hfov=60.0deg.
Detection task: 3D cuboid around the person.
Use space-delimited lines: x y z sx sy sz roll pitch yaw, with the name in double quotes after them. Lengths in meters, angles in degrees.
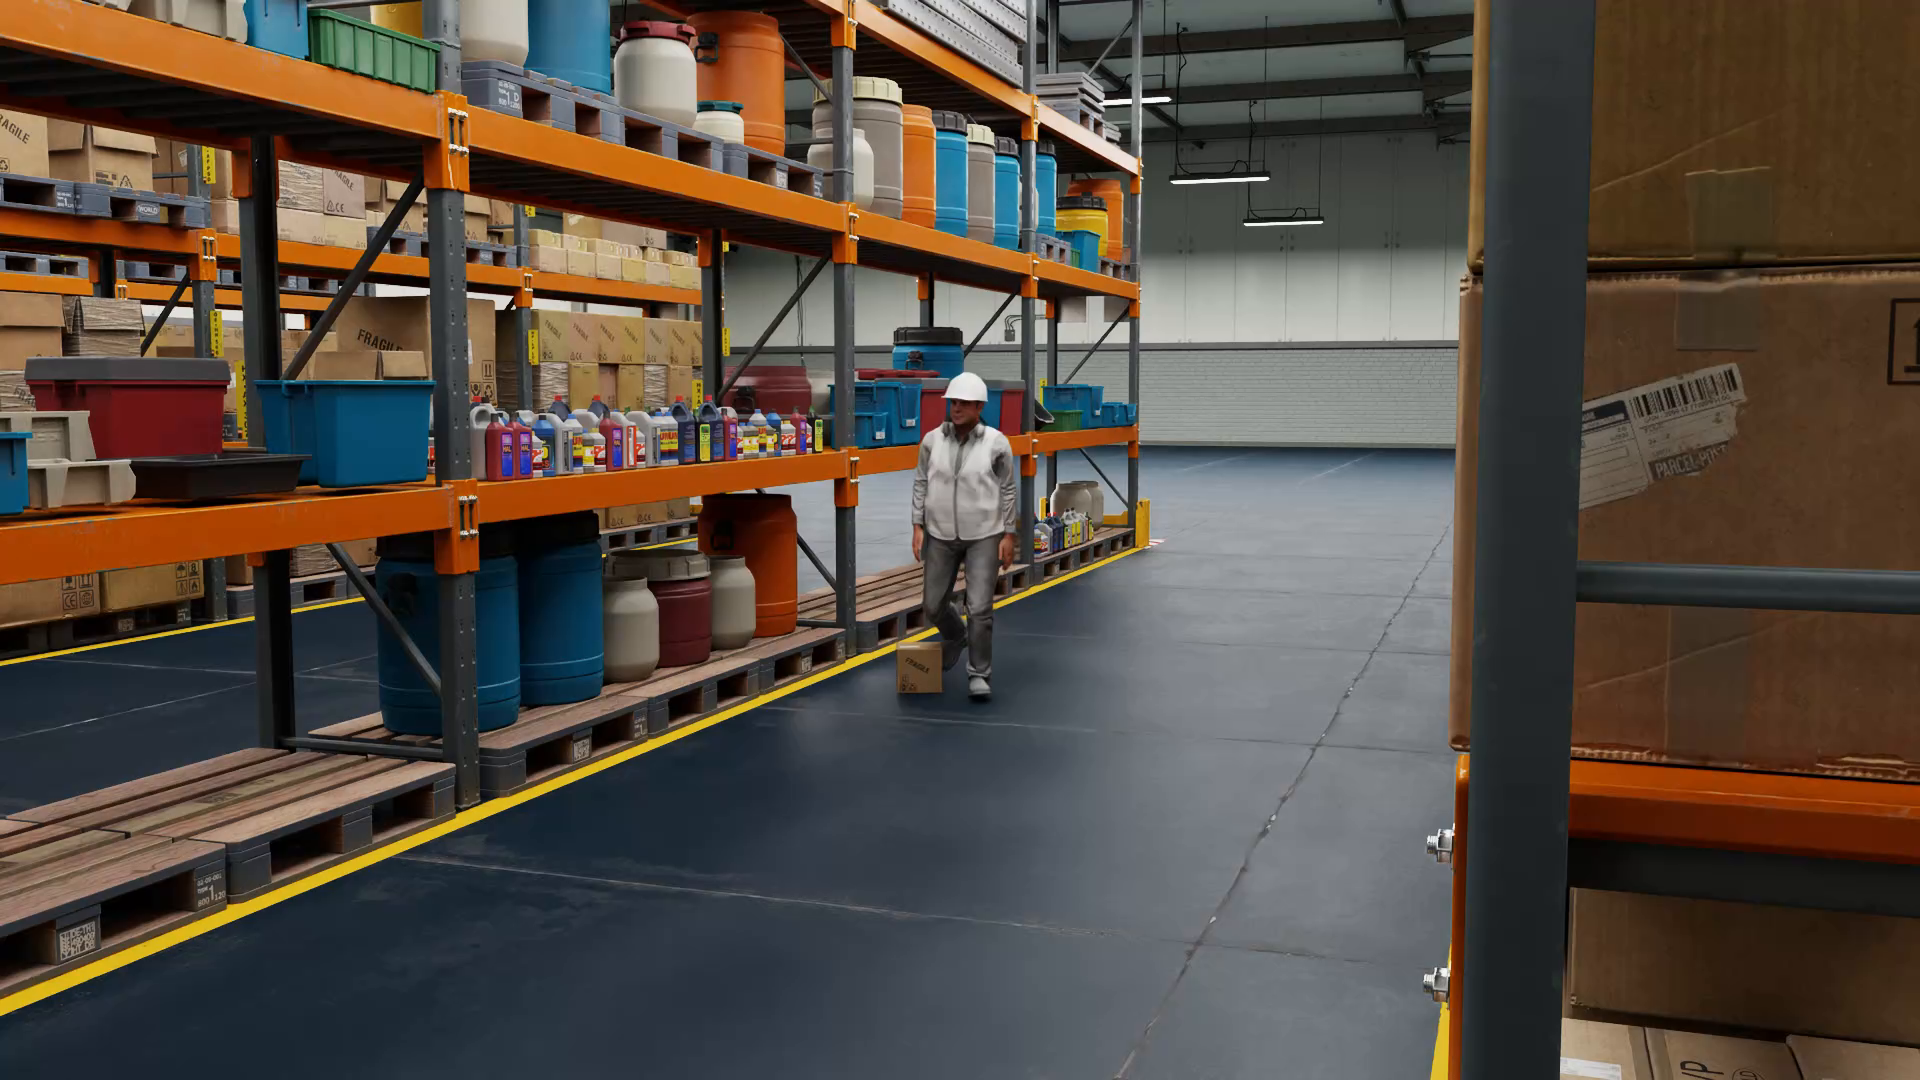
0.043 -0.038 9.167 0.585 1.758 0.704 1 5 15 "person"
